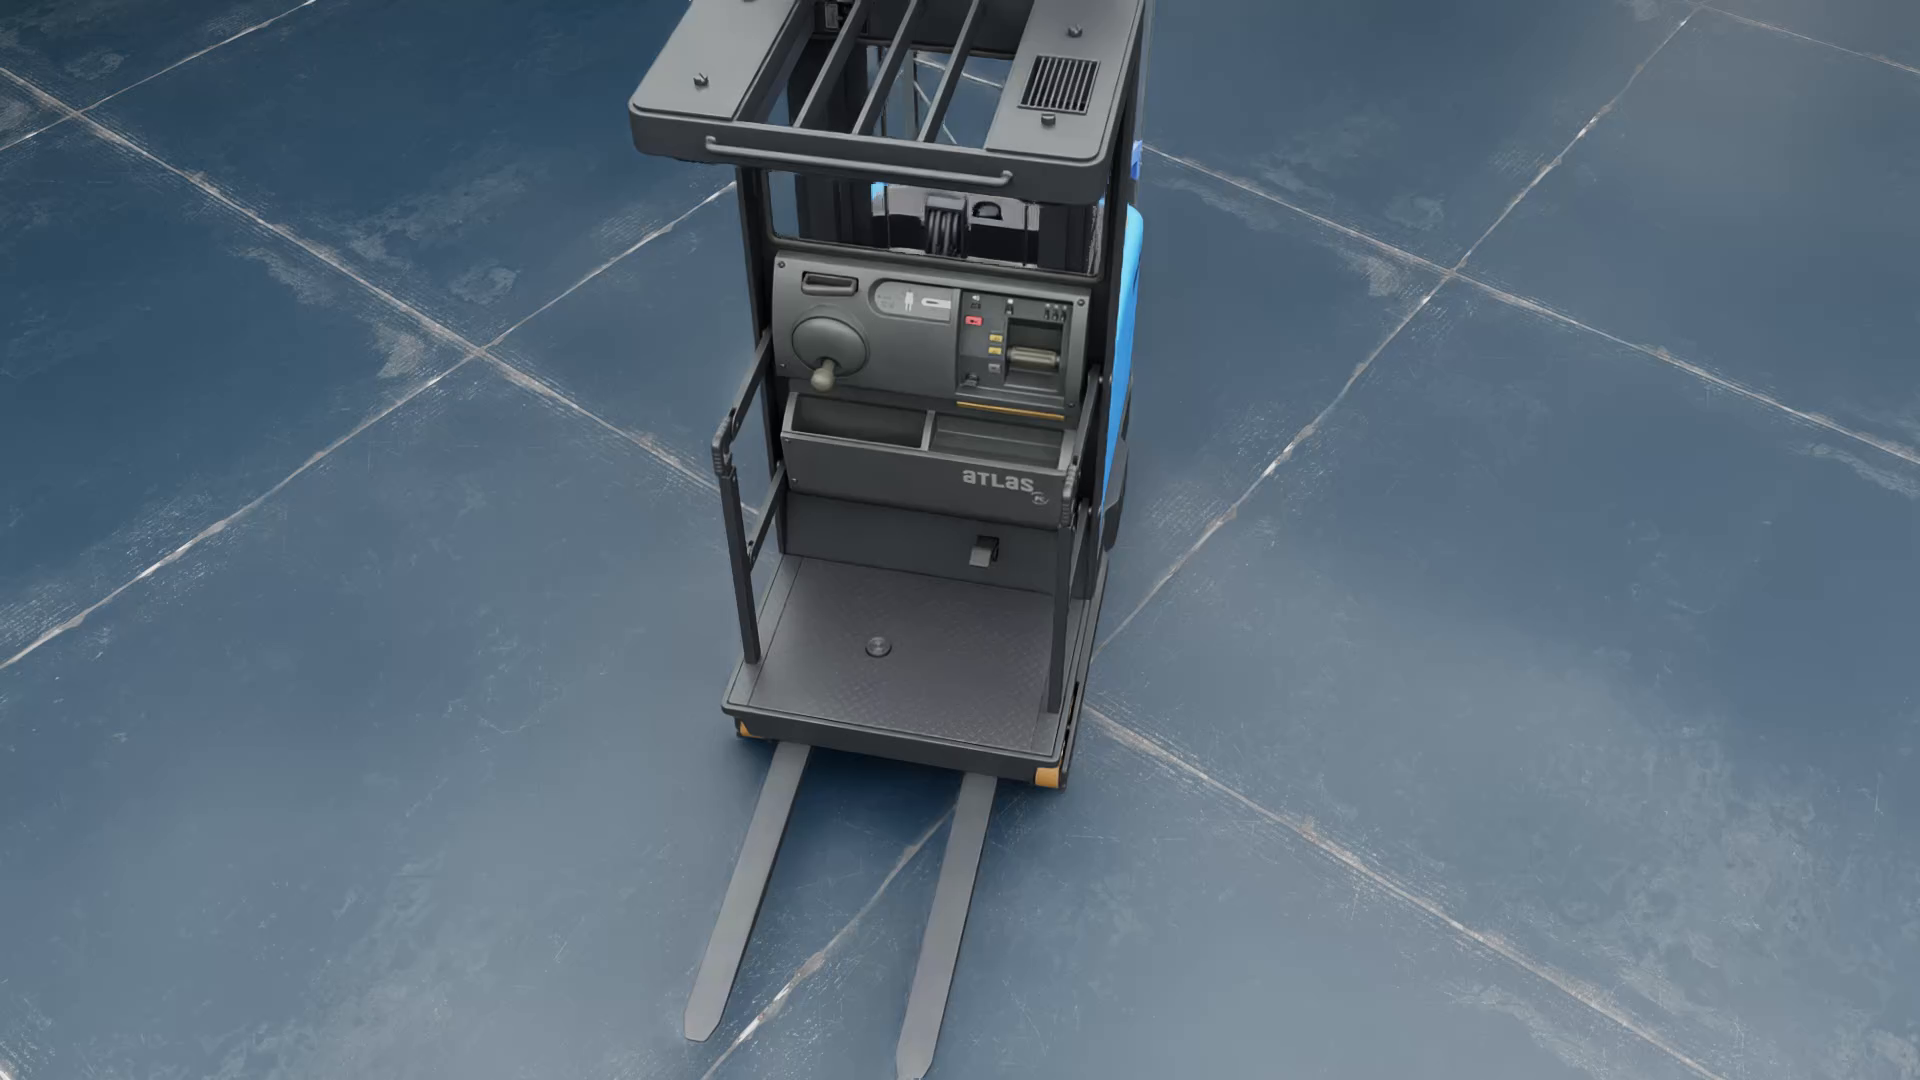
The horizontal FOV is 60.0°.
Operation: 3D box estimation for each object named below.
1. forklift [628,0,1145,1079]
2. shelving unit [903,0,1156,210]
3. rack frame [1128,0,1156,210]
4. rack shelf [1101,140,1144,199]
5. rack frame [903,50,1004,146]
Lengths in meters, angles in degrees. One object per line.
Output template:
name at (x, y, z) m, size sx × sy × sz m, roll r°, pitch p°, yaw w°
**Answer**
forklift at (-0.134, -0.497, 4.698) m, size 1.130 × 2.935 × 3.031 m, roll 8°, pitch 47°, yaw 8°
shelving unit at (0.281, -1.511, 6.656) m, size 0.538 × 1.500 × 1.048 m, roll 24°, pitch 51°, yaw 21°
rack frame at (0.544, -1.826, 6.957) m, size 0.500 × 1.500 × 0.032 m, roll 24°, pitch 51°, yaw 21°
rack shelf at (0.281, -1.387, 6.787) m, size 0.538 × 0.185 × 1.000 m, roll 24°, pitch 51°, yaw 21°
rack frame at (0.018, -1.197, 6.356) m, size 0.500 × 1.500 × 0.032 m, roll 24°, pitch 51°, yaw 21°
